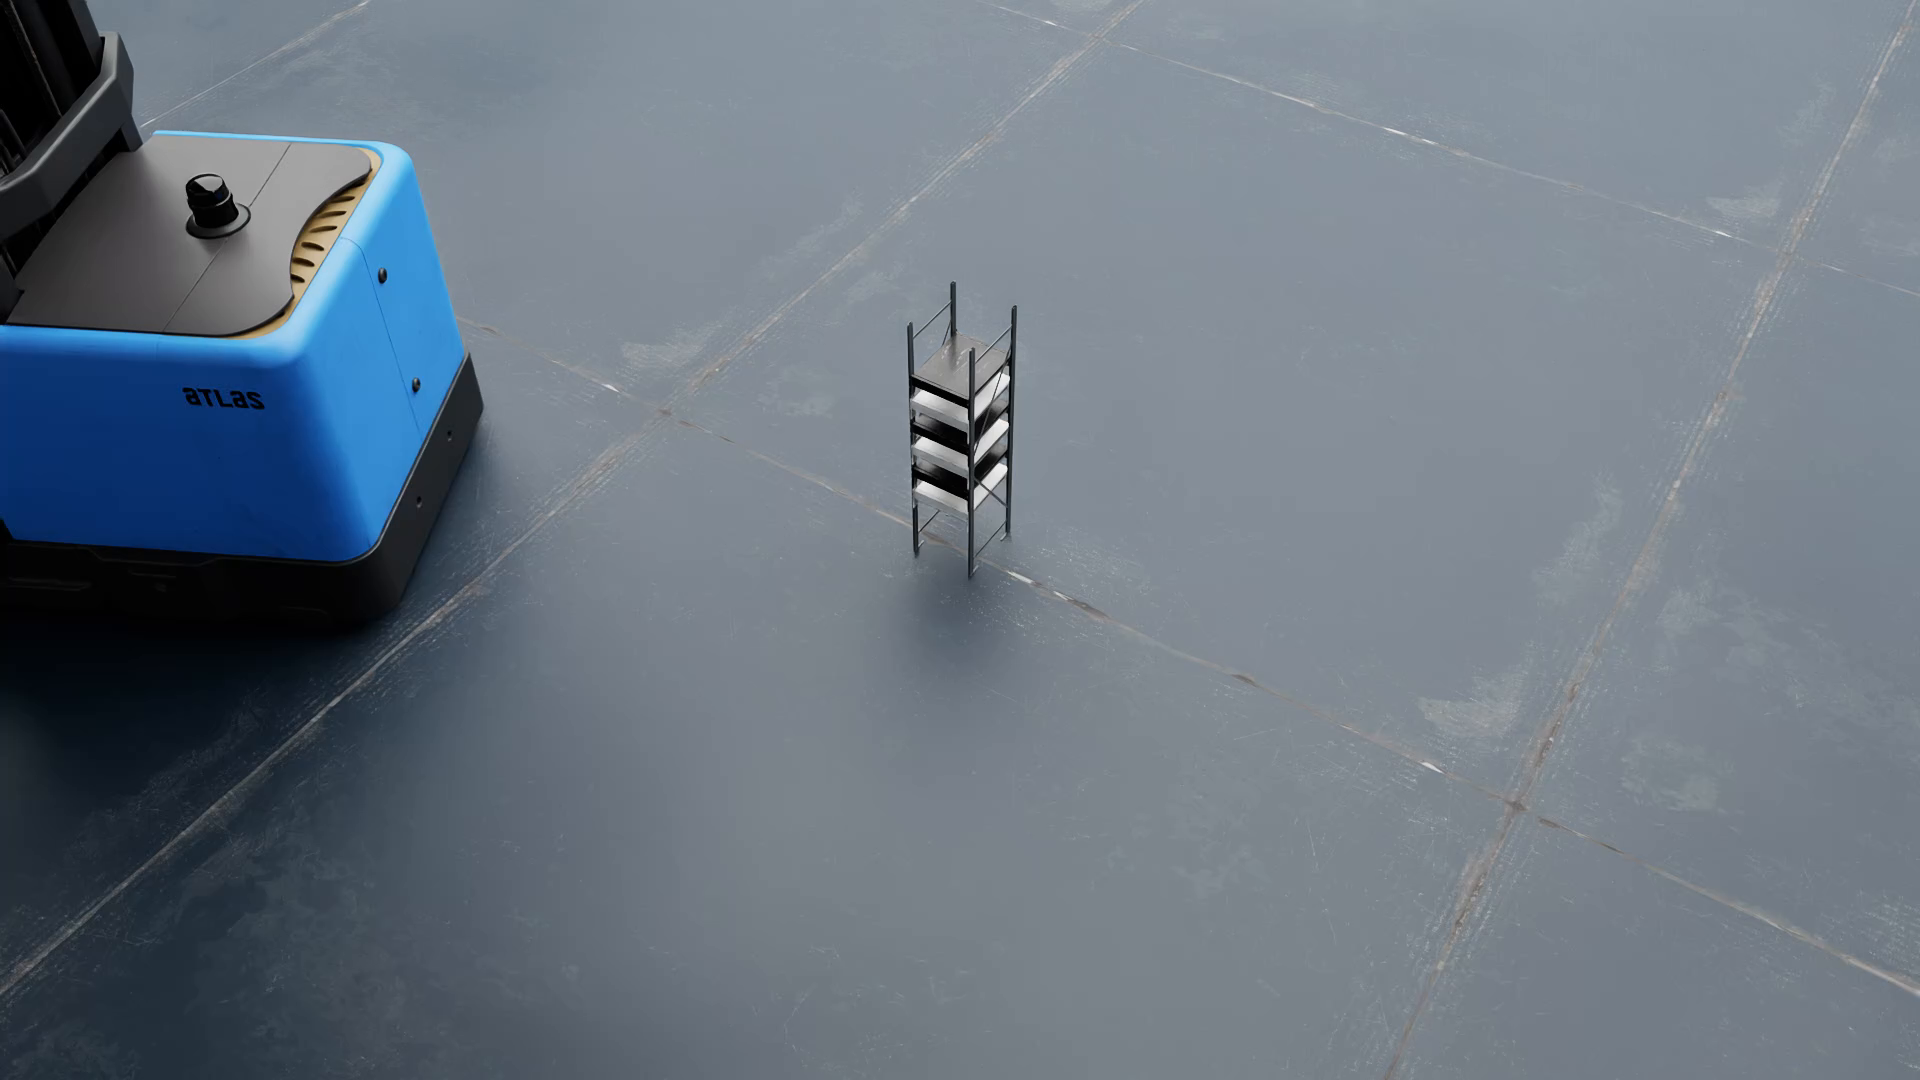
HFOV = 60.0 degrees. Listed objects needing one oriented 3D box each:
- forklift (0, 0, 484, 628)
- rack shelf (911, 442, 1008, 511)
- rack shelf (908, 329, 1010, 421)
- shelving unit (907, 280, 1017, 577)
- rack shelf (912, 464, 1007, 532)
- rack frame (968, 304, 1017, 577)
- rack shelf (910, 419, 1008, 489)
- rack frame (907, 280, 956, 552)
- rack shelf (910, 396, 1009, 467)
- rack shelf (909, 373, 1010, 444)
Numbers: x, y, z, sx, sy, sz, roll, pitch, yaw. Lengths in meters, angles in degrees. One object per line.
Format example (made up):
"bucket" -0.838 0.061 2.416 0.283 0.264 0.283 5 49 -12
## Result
"forklift" -3.145 -1.202 4.377 3.031 2.935 1.130 4 46 4
"rack shelf" 0.007 -0.225 5.016 0.200 0.077 0.258 25 51 22
"rack shelf" 0.007 -0.475 4.757 0.200 0.077 0.258 25 51 22
"shelving unit" 0.007 -0.310 4.927 0.210 0.900 0.258 25 51 22
"rack shelf" 0.007 -0.162 5.080 0.200 0.077 0.258 25 51 22
"rack frame" 0.092 -0.271 4.889 0.006 0.900 0.240 25 51 22
"rack shelf" 0.007 -0.287 4.951 0.200 0.077 0.258 25 51 22
"rack frame" -0.079 -0.350 4.965 0.006 0.900 0.240 25 51 22
"rack shelf" 0.007 -0.350 4.886 0.200 0.077 0.258 25 51 22
"rack shelf" 0.007 -0.413 4.822 0.200 0.077 0.258 25 51 22
